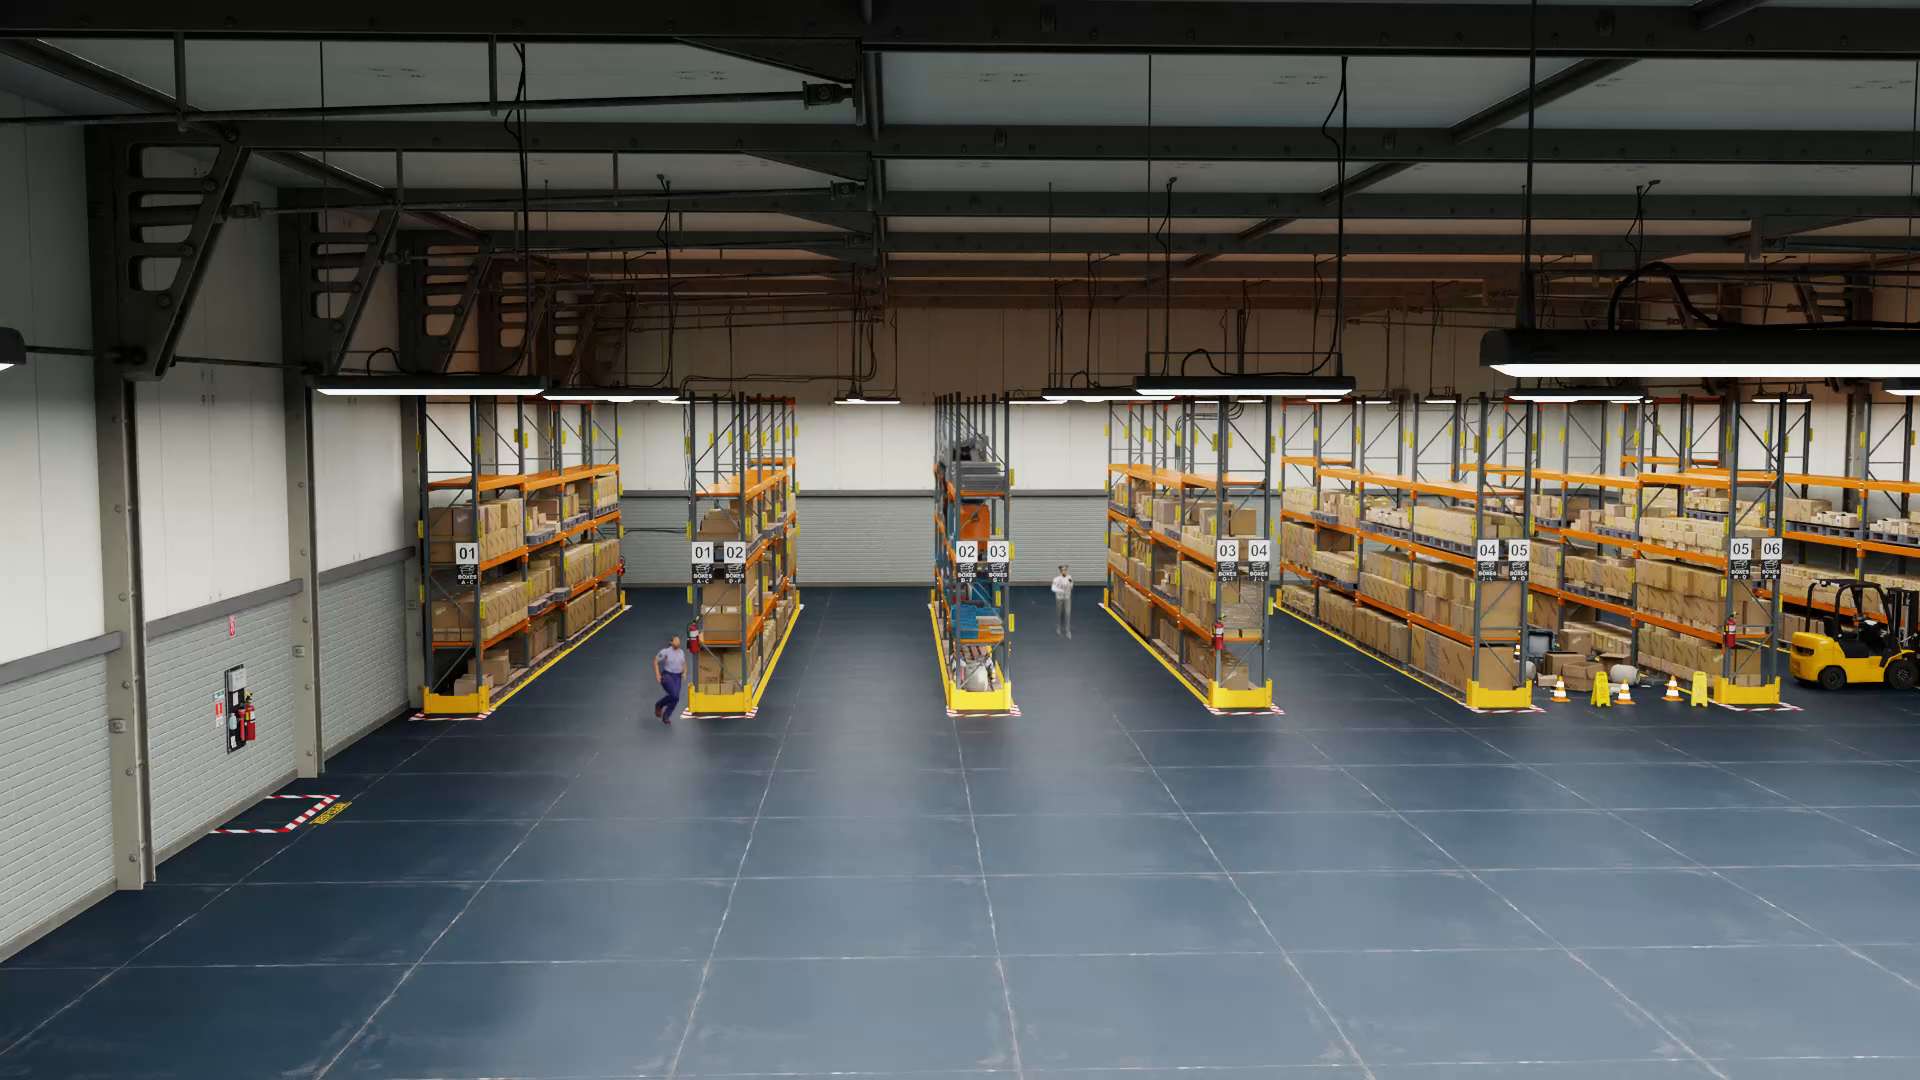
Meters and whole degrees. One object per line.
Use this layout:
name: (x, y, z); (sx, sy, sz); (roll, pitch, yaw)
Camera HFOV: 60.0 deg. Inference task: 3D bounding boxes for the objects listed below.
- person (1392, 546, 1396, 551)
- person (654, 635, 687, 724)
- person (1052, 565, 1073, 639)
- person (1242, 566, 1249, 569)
person: (12.849, 0.979, 49.099); (0.561, 1.649, 0.566); (-1, 5, -9)
person: (-5.181, 2.529, 30.163); (0.644, 1.563, 0.512); (-5, 6, -45)
person: (2.435, 1.431, 39.432); (0.562, 1.734, 0.812); (-1, 5, -7)
person: (8.099, 1.035, 47.985); (0.685, 1.701, 0.574); (3, 6, 37)
